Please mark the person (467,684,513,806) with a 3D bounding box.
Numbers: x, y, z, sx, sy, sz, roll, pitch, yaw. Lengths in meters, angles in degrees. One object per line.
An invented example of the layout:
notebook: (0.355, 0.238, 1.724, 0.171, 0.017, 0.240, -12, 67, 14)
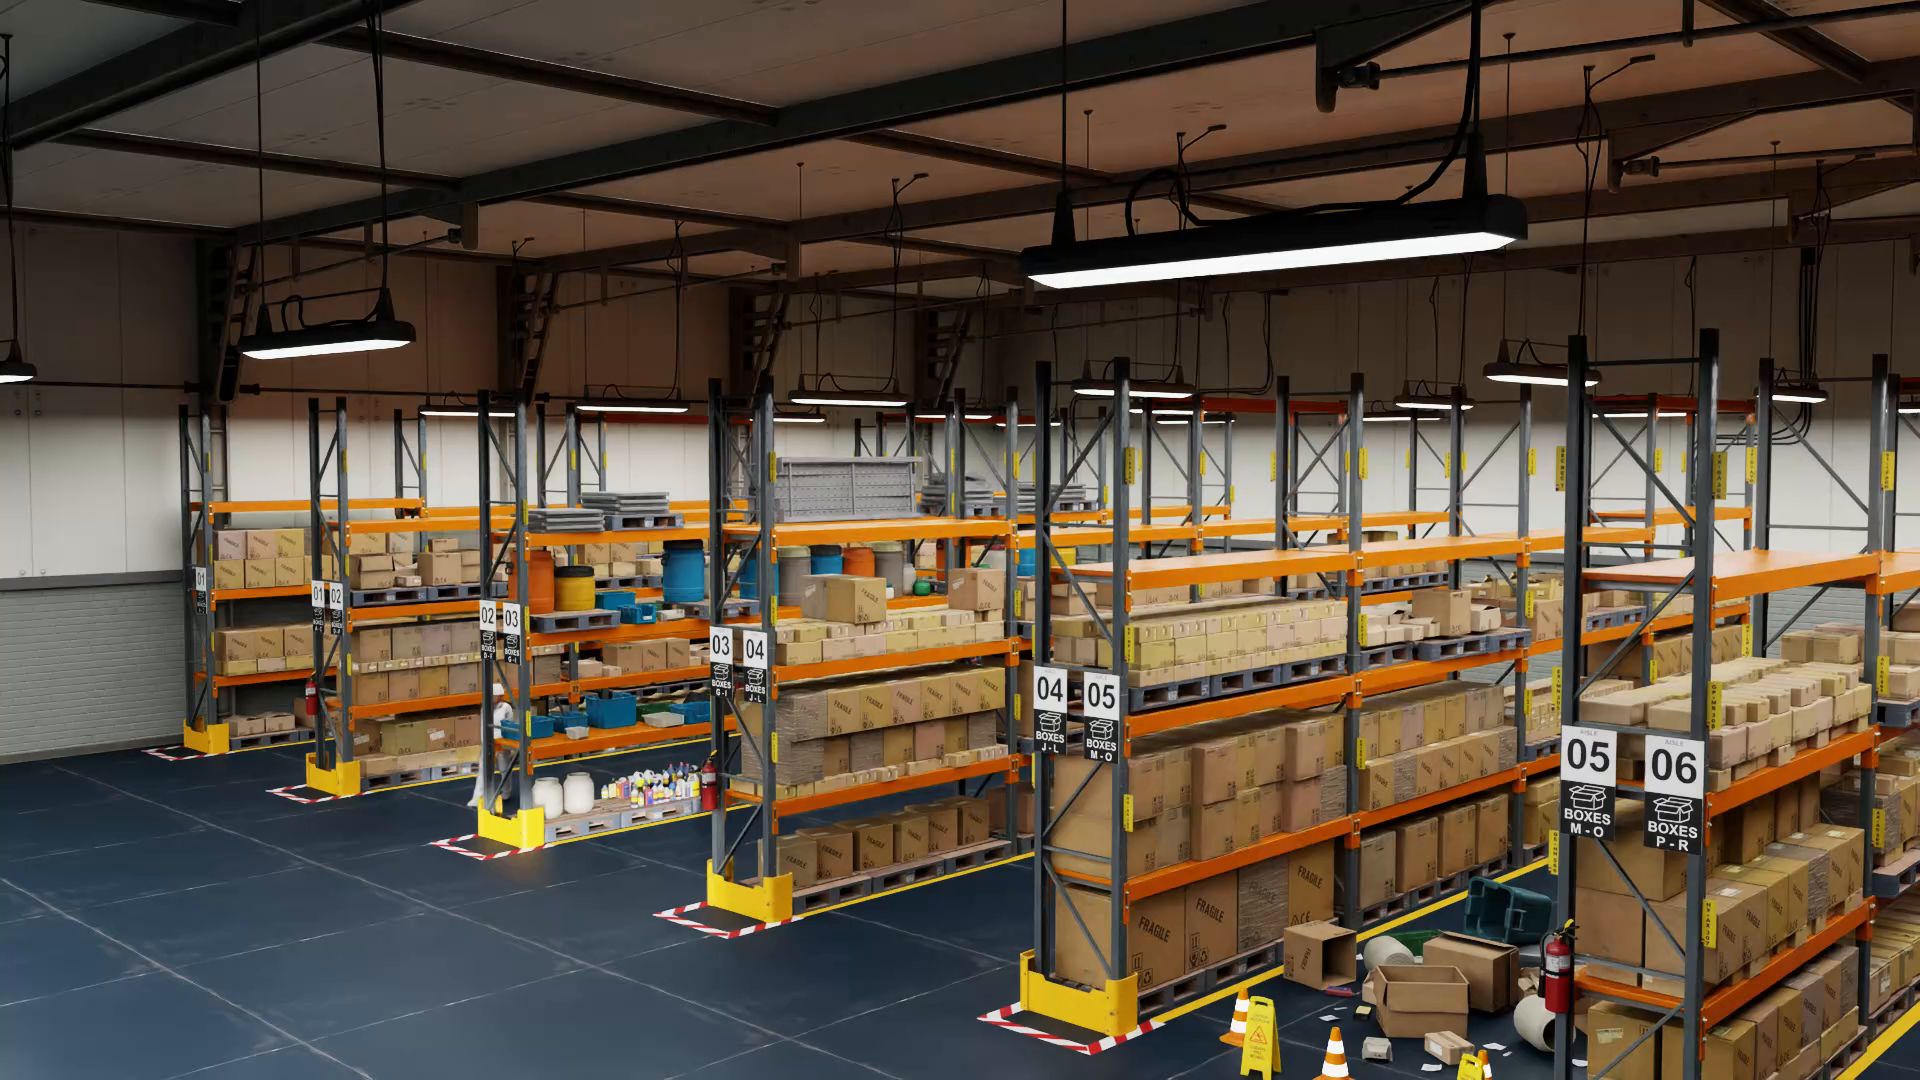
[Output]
person: (-6.845, 2.987, 24.390, 0.585, 1.744, 0.841, 0, 3, 2)
